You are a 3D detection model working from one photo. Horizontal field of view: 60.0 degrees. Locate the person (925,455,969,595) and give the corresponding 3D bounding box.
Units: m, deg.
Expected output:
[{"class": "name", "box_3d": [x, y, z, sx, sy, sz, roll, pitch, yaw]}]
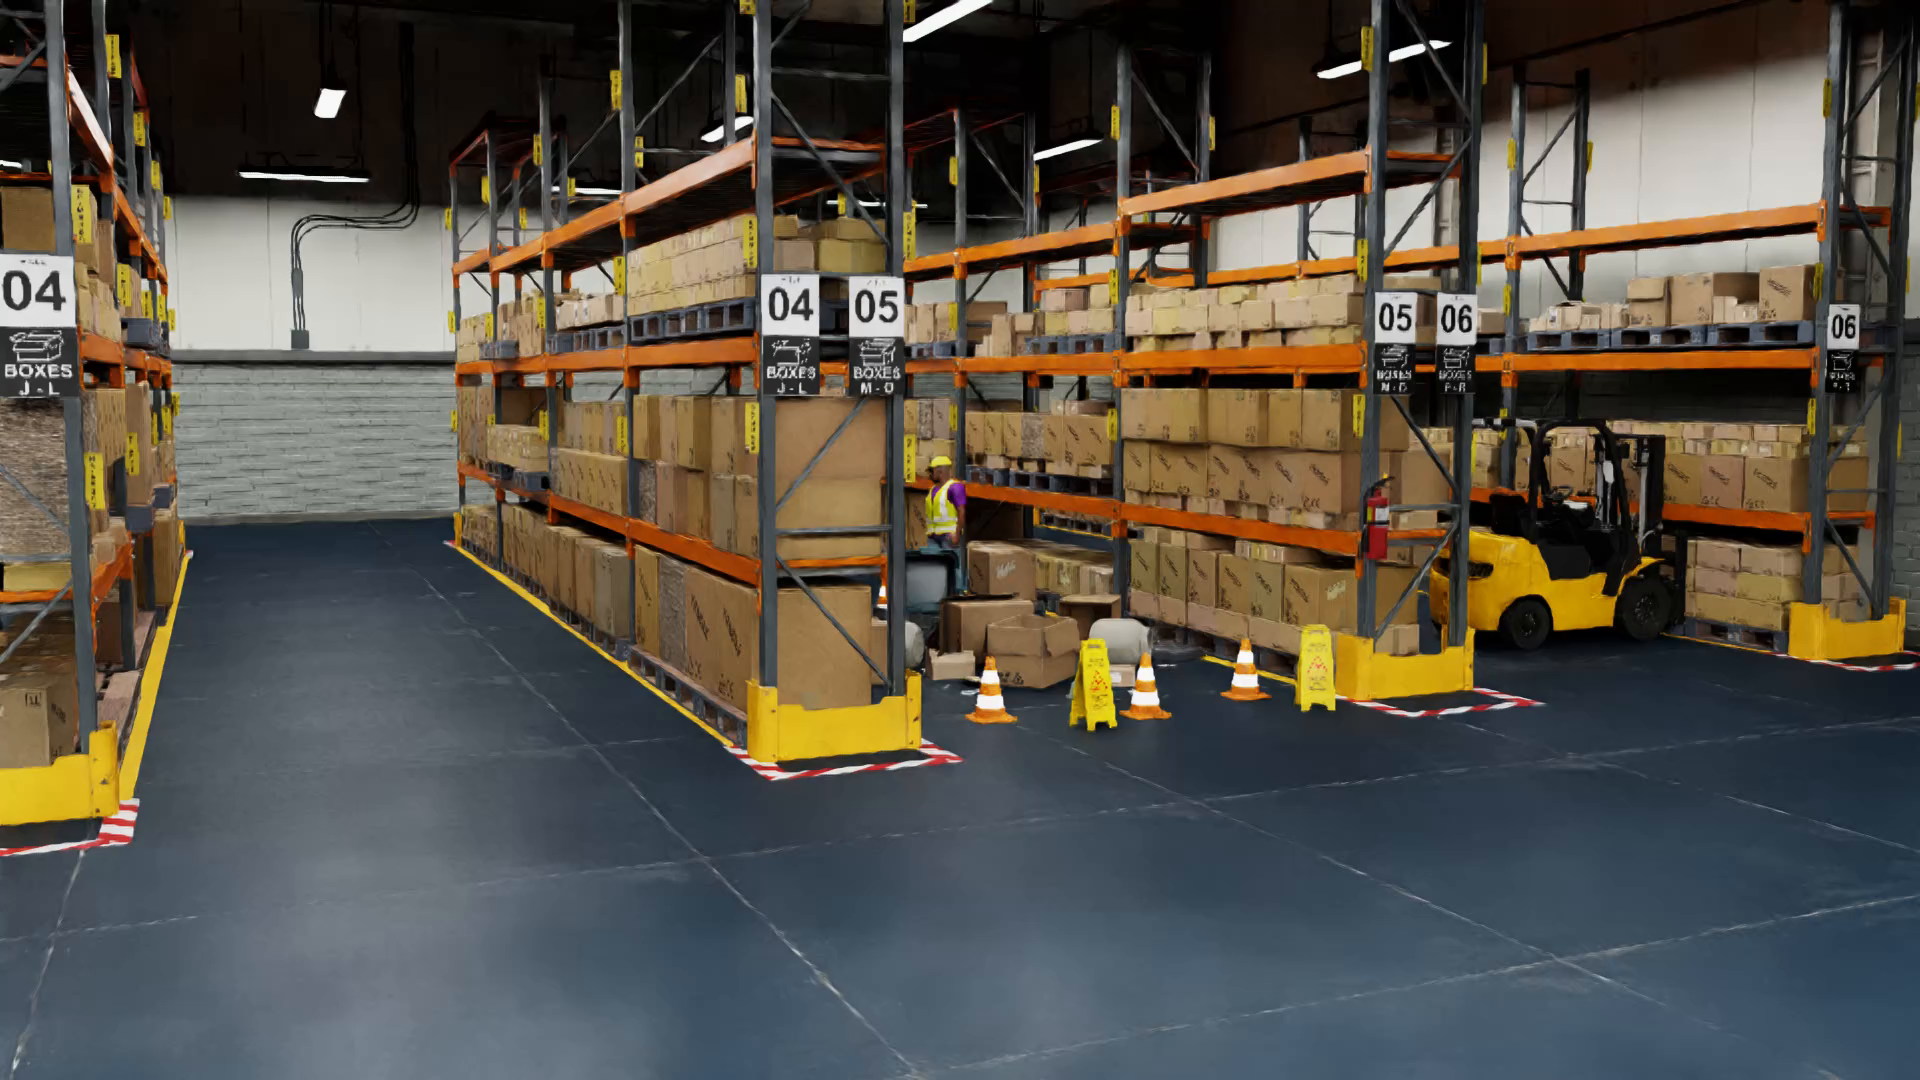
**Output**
[{"class": "person", "box_3d": [-0.167, -0.041, 17.833, 0.766, 1.717, 0.631, -5, 7, -42]}]
